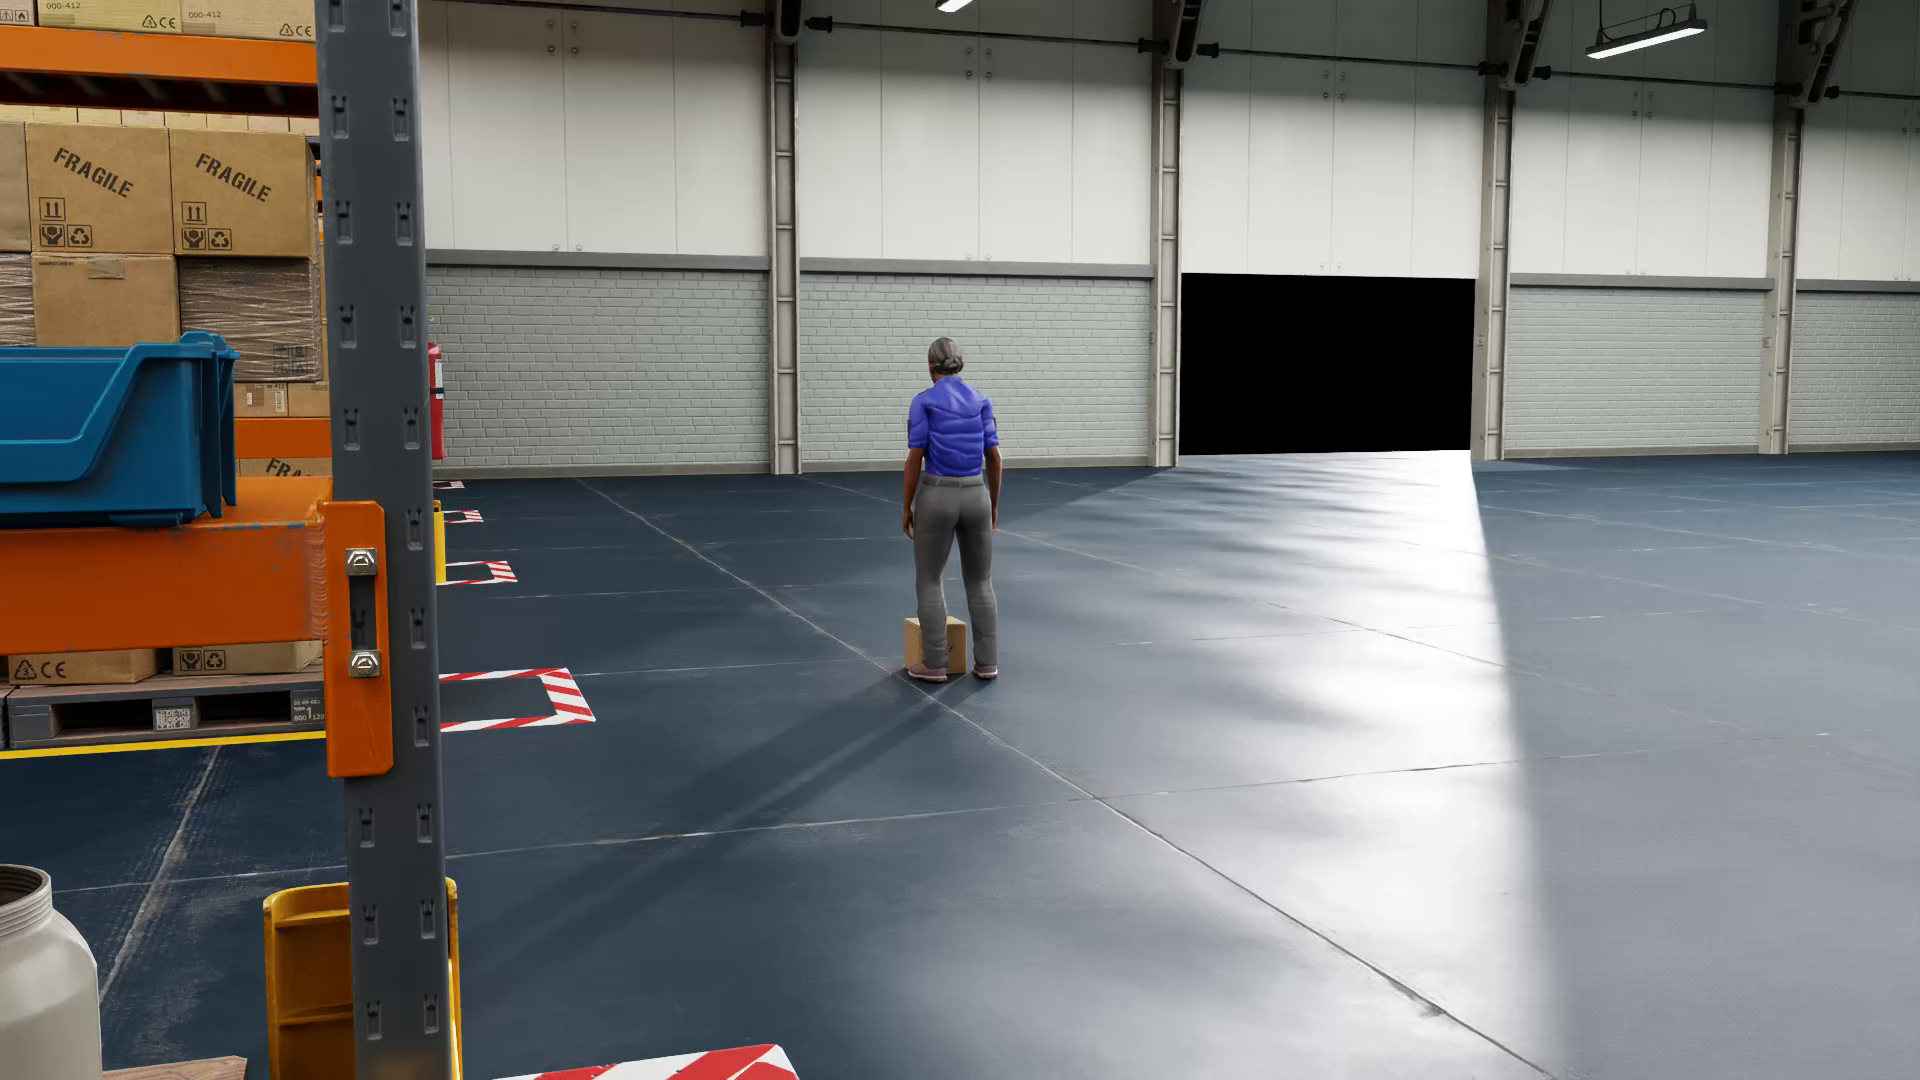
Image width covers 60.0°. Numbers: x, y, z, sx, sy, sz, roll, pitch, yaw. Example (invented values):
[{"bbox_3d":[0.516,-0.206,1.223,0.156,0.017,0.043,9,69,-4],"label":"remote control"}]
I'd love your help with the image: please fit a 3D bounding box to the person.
[{"bbox_3d":[-0.034,-0.148,8.029,0.506,1.655,0.346,-2,6,-18],"label":"person"}]
